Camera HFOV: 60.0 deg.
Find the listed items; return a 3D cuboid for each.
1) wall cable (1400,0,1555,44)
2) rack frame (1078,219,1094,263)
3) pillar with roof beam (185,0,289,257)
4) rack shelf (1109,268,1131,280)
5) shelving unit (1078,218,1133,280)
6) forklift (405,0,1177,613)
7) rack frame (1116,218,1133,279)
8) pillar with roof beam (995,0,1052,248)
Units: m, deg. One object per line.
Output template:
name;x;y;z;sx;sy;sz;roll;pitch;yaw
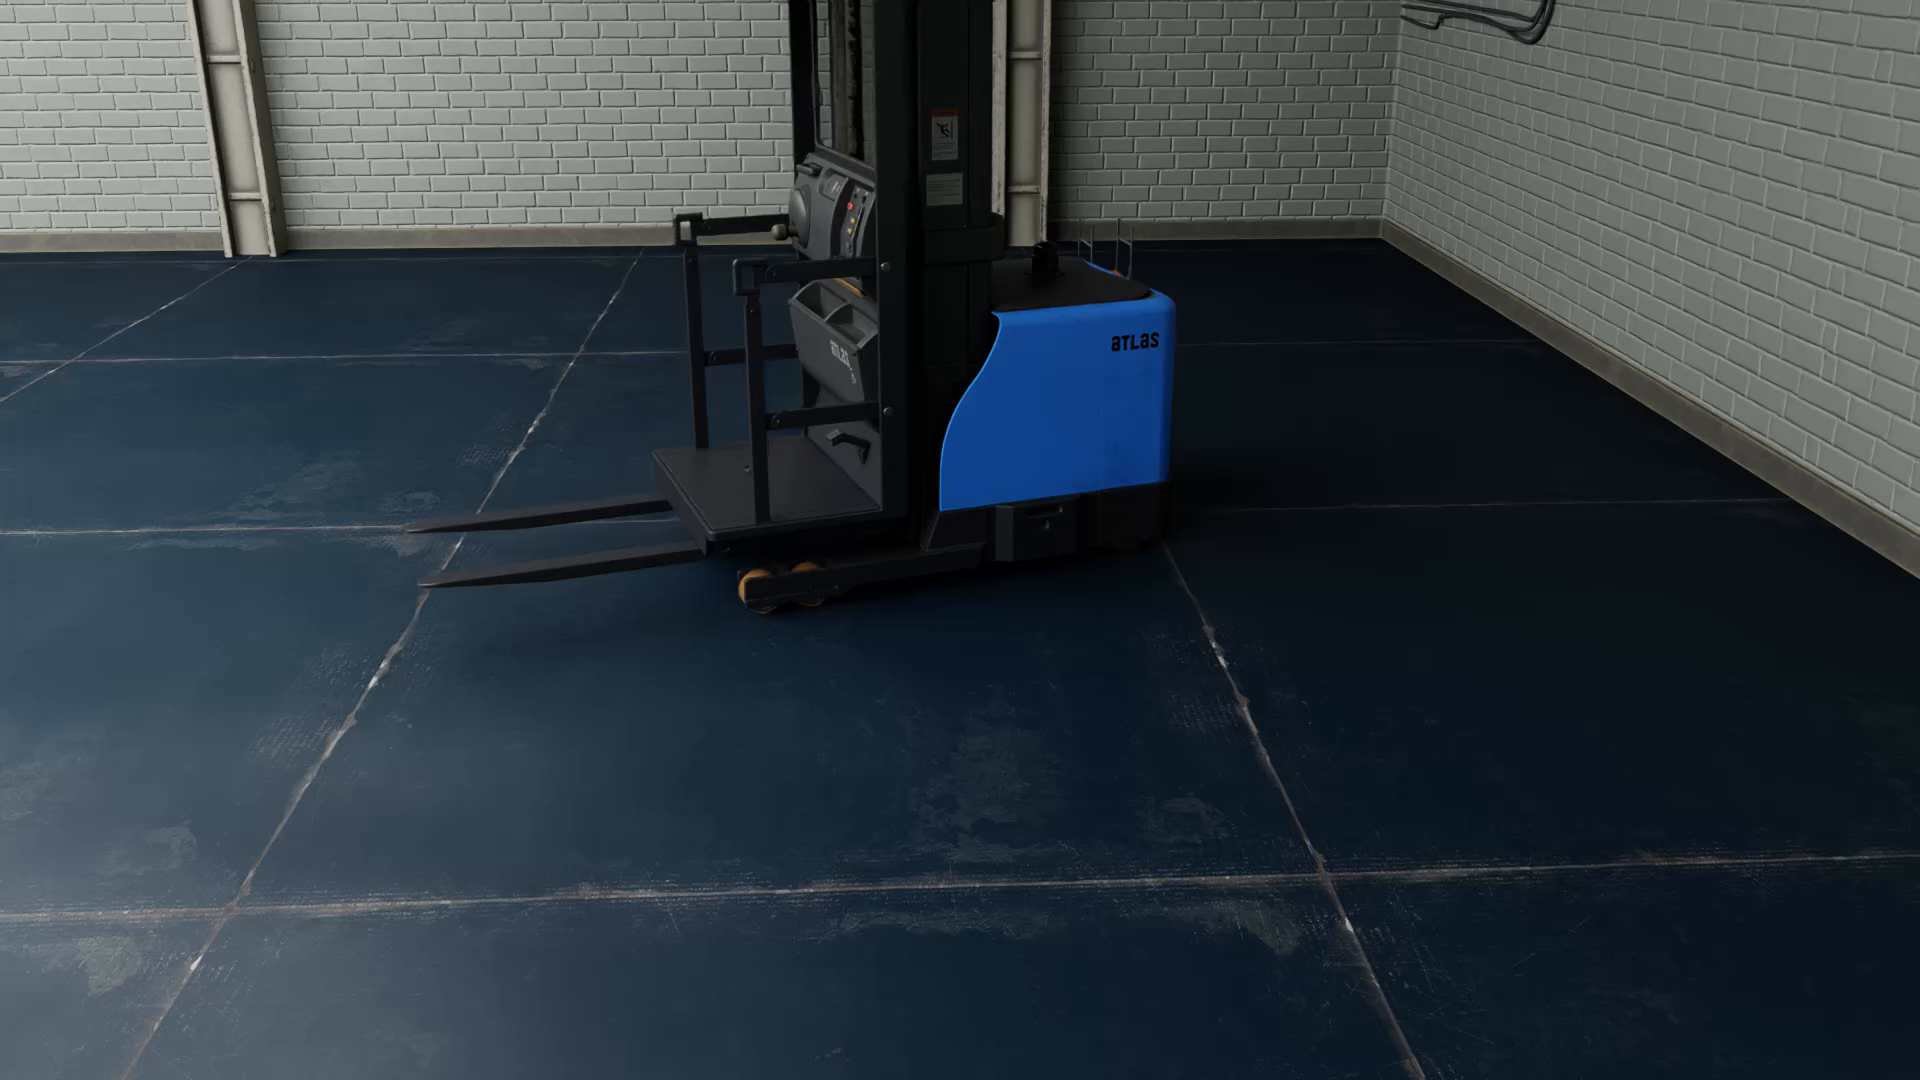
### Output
wall cable;3.504;-4.716;11.226;0.112;2.526;3.097;-1;21;-3
rack frame;0.568;-0.864;7.703;0.006;1.200;0.240;-4;21;-10
pillar with roof beam;-5.257;-4.926;7.413;0.400;9.000;9.100;-1;21;-3
rack shelf;0.658;-1.165;7.607;0.180;0.103;0.258;-4;21;-10
shelving unit;0.658;-0.870;7.719;0.189;1.200;0.258;-4;21;-10
forklift;-0.684;-1.301;6.418;3.031;2.935;1.130;-8;22;-20
rack frame;0.748;-0.876;7.735;0.006;1.200;0.240;-4;21;-10
pillar with roof beam;0.733;-5.048;7.733;0.400;9.000;9.100;-1;21;-3
